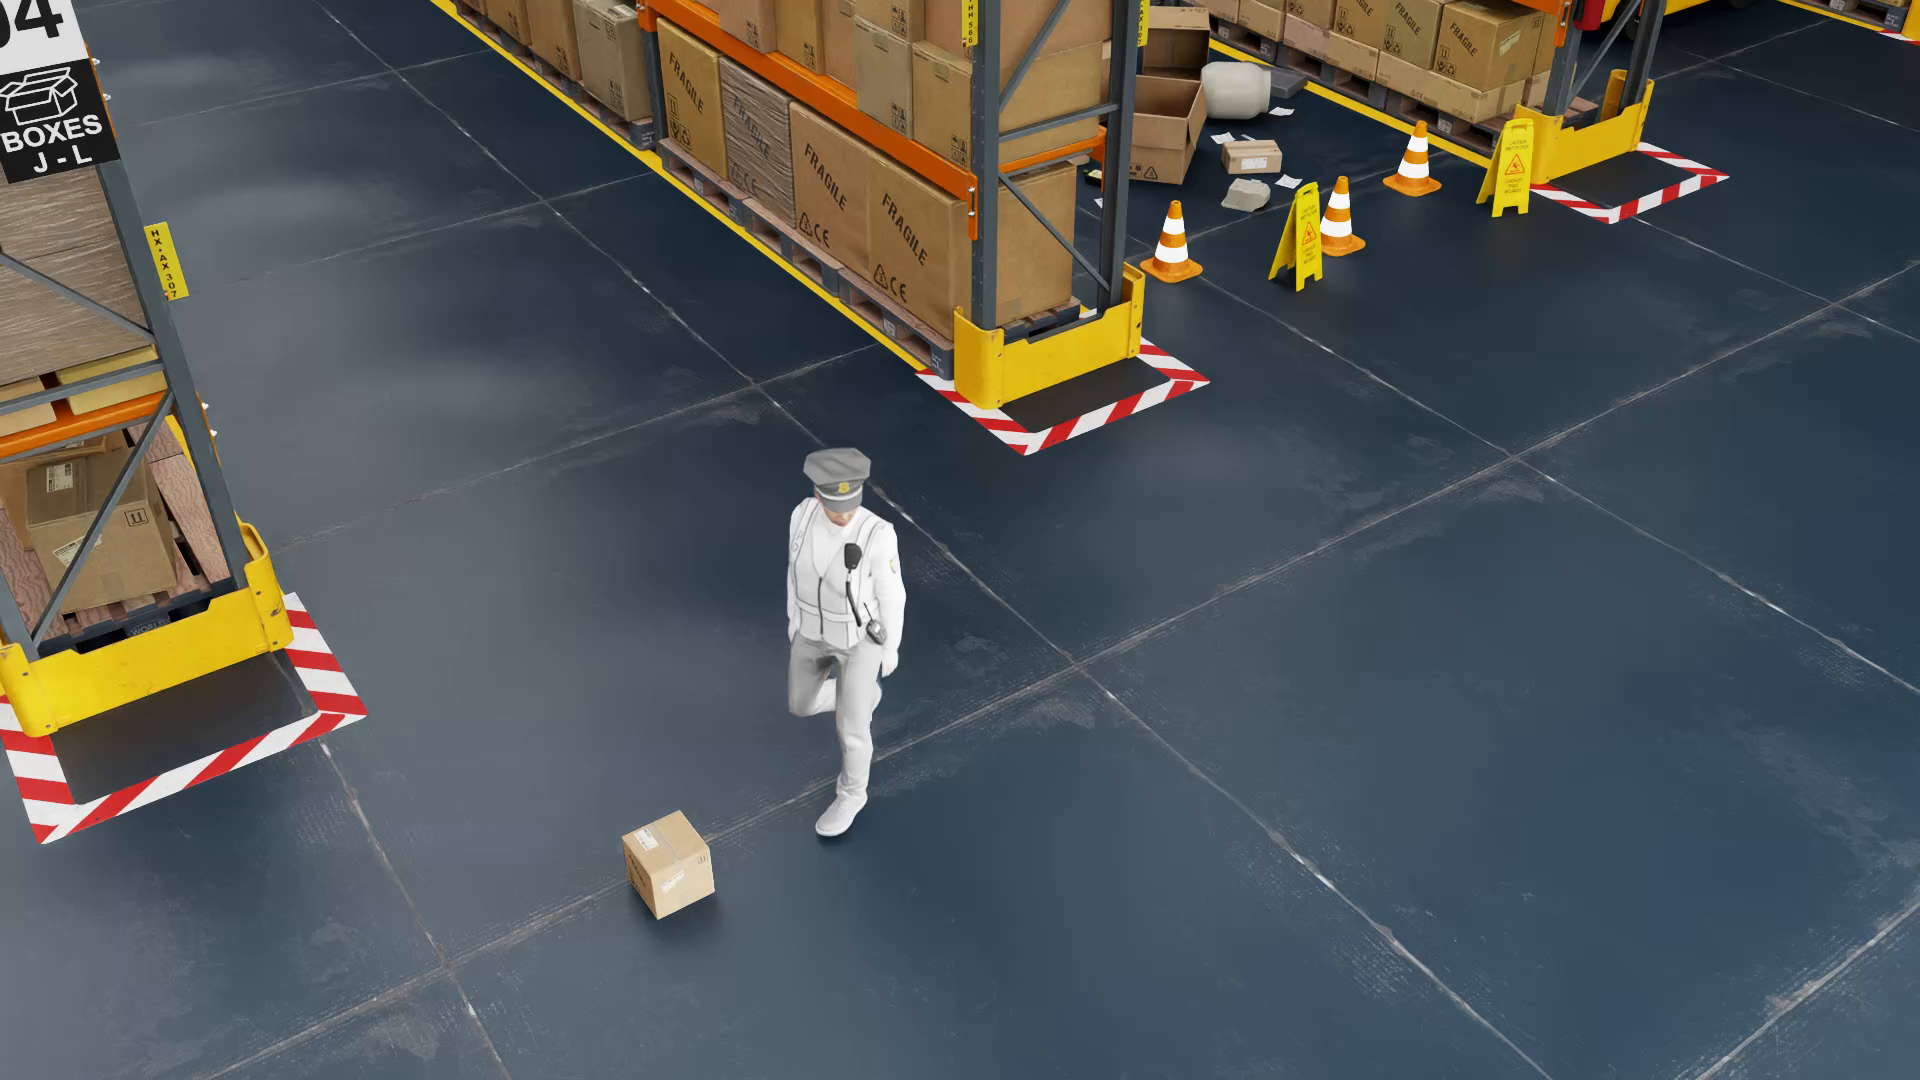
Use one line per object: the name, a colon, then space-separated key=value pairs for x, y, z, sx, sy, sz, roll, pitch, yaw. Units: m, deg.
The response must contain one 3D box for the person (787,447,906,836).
person: x=-0.455 y=0.358 z=6.496 sx=0.501 sy=1.659 sz=0.646 roll=18 pitch=40 yaw=22
